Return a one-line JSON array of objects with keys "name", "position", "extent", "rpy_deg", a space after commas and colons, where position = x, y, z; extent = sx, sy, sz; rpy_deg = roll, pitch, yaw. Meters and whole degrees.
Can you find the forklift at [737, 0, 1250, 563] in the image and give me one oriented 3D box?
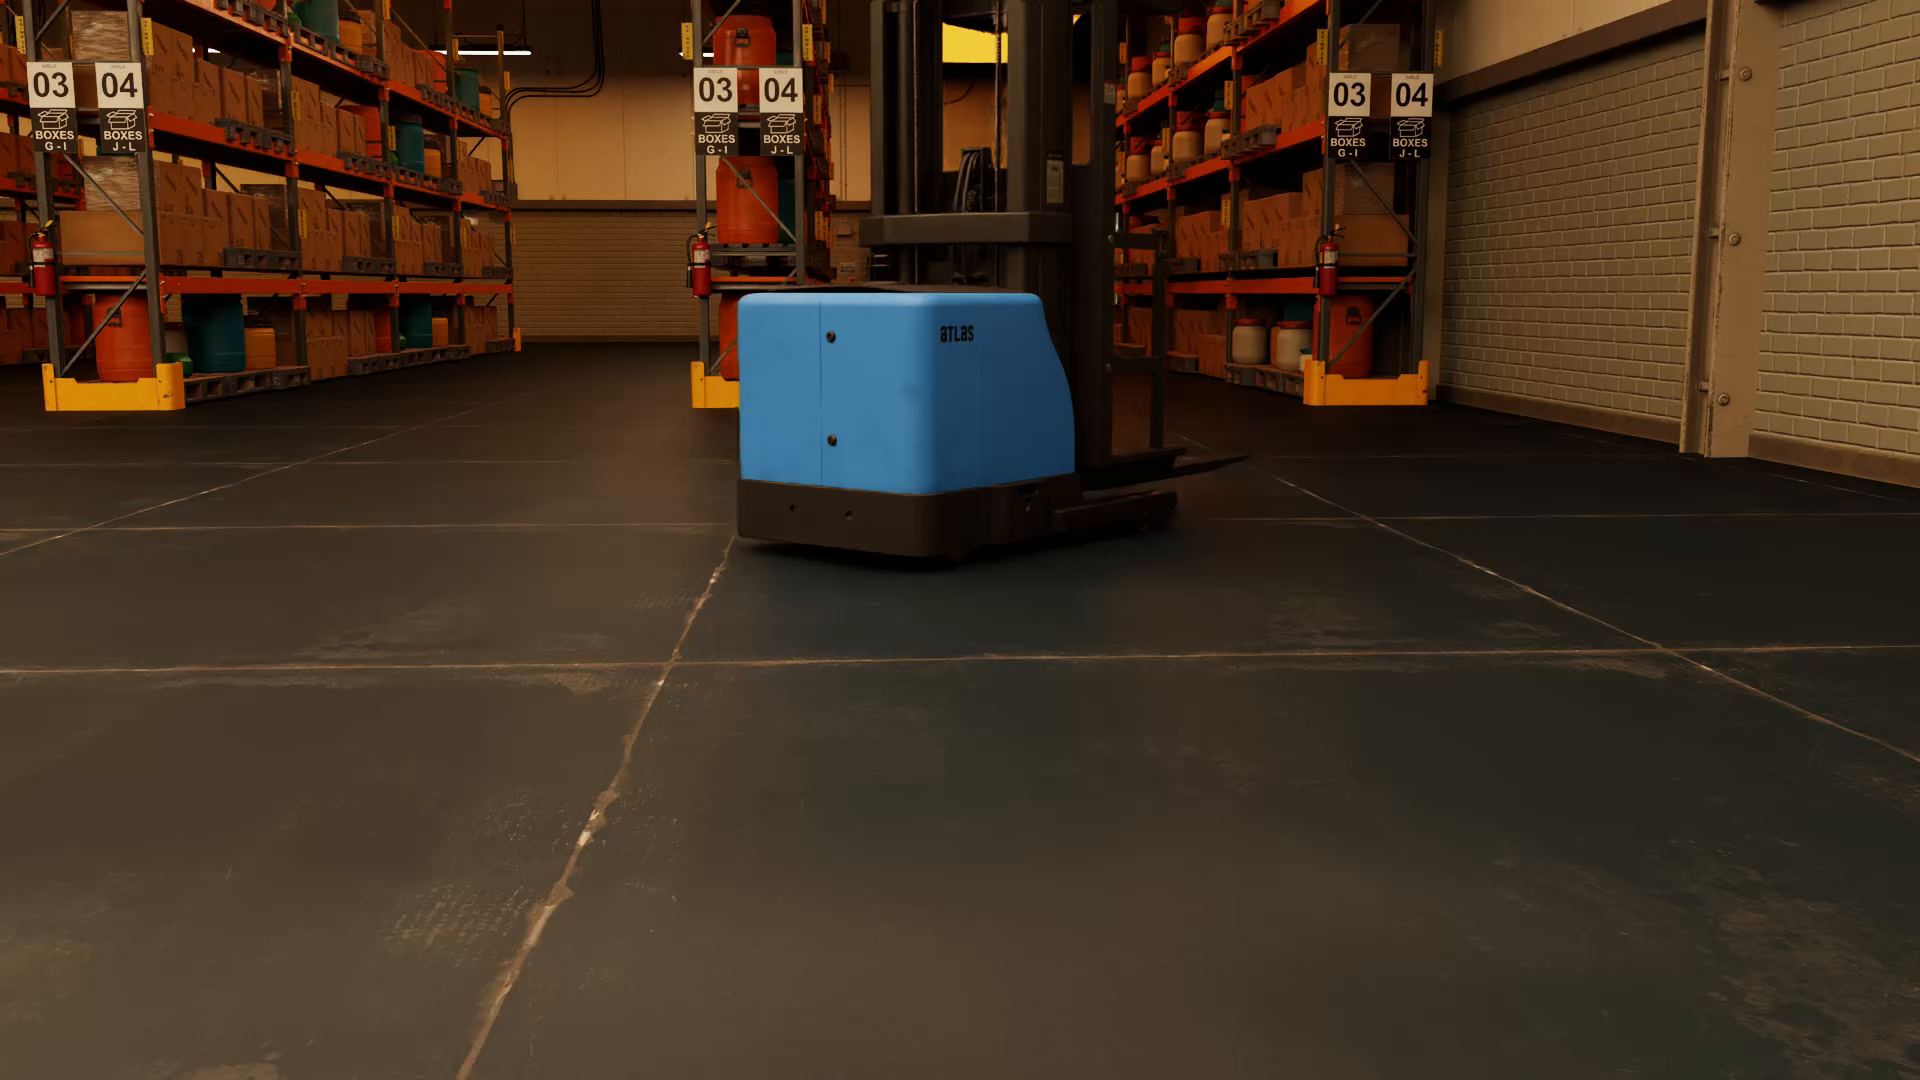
[{"name": "forklift", "position": [0.358, -1.531, 7.639], "extent": [1.130, 2.935, 3.031], "rpy_deg": [6, 11, 37]}]
